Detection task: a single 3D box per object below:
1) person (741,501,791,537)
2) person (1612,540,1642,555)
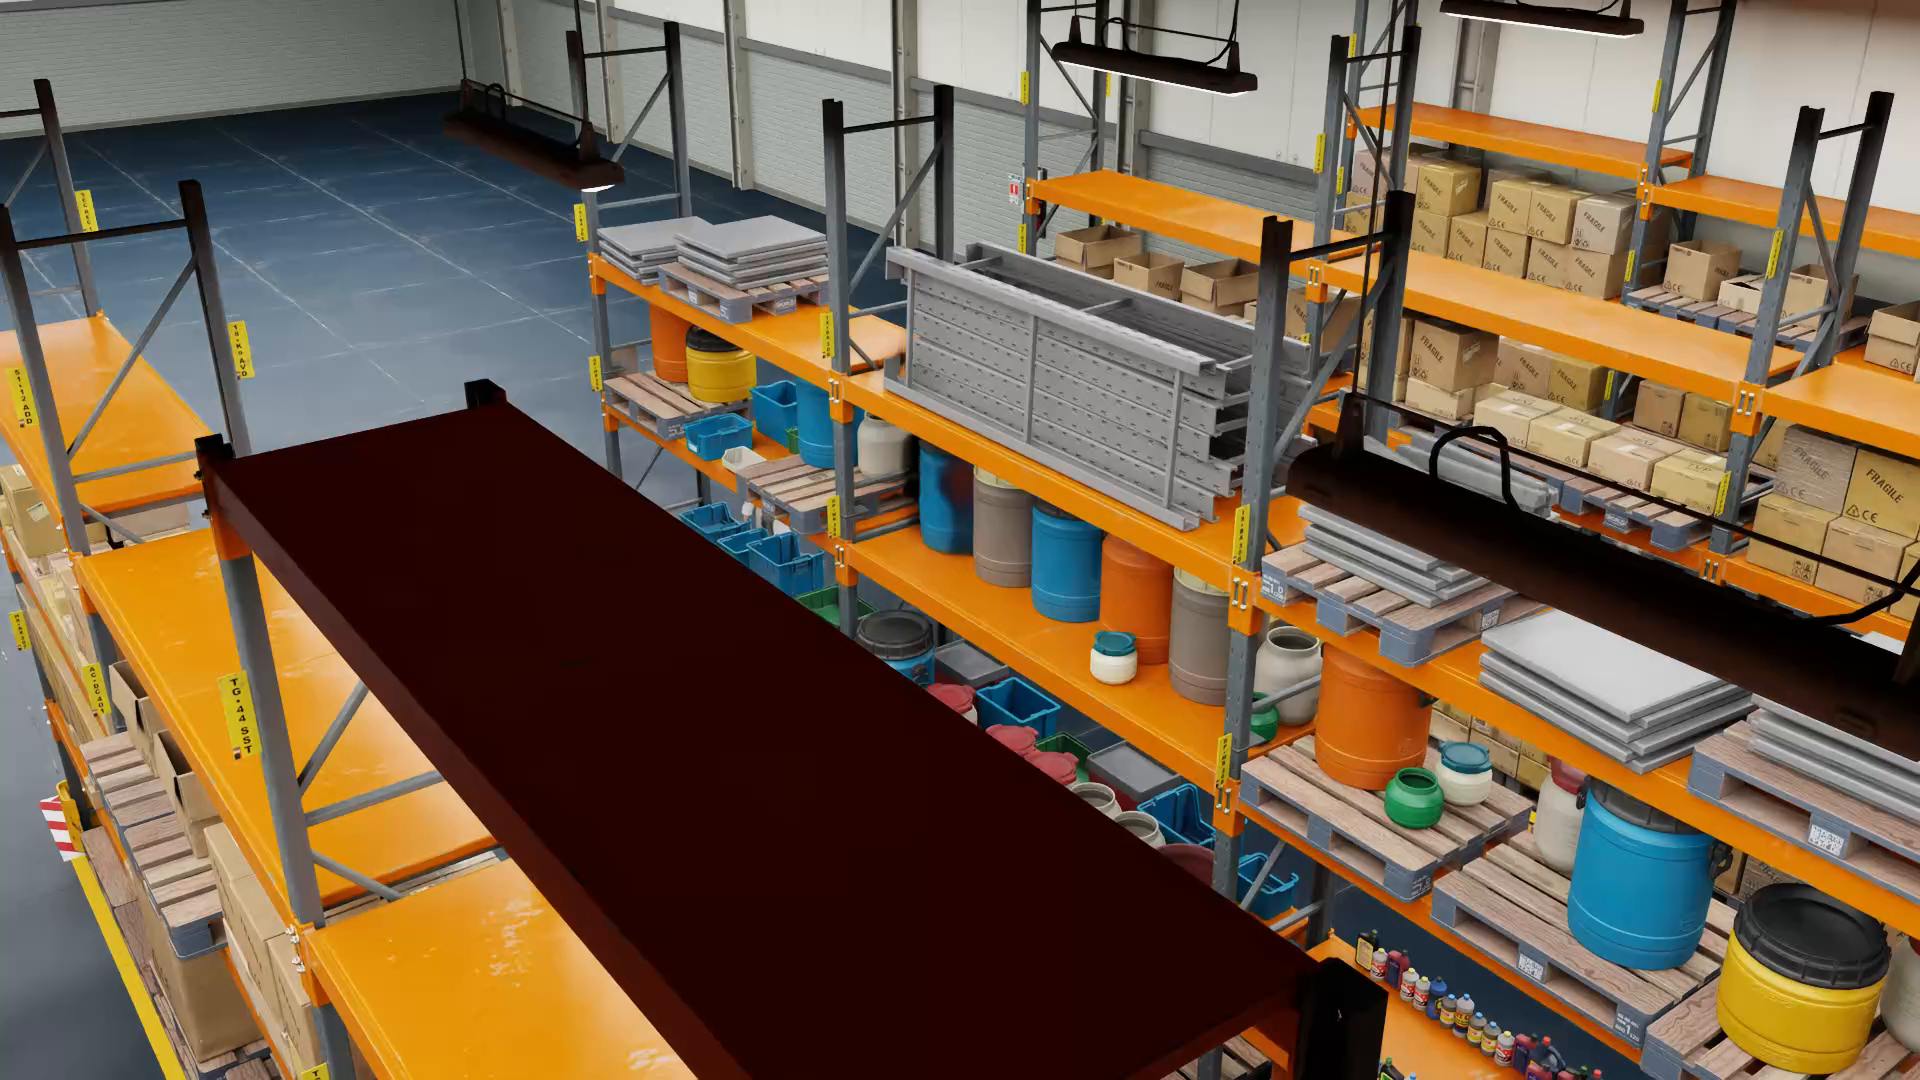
[{"bbox_3d":[-1.996,-0.226,17.371,0.641,1.775,0.618,12,27,24],"label":"person"},{"bbox_3d":[6.433,0.422,16.128,0.961,1.629,0.552,21,32,38],"label":"person"}]
